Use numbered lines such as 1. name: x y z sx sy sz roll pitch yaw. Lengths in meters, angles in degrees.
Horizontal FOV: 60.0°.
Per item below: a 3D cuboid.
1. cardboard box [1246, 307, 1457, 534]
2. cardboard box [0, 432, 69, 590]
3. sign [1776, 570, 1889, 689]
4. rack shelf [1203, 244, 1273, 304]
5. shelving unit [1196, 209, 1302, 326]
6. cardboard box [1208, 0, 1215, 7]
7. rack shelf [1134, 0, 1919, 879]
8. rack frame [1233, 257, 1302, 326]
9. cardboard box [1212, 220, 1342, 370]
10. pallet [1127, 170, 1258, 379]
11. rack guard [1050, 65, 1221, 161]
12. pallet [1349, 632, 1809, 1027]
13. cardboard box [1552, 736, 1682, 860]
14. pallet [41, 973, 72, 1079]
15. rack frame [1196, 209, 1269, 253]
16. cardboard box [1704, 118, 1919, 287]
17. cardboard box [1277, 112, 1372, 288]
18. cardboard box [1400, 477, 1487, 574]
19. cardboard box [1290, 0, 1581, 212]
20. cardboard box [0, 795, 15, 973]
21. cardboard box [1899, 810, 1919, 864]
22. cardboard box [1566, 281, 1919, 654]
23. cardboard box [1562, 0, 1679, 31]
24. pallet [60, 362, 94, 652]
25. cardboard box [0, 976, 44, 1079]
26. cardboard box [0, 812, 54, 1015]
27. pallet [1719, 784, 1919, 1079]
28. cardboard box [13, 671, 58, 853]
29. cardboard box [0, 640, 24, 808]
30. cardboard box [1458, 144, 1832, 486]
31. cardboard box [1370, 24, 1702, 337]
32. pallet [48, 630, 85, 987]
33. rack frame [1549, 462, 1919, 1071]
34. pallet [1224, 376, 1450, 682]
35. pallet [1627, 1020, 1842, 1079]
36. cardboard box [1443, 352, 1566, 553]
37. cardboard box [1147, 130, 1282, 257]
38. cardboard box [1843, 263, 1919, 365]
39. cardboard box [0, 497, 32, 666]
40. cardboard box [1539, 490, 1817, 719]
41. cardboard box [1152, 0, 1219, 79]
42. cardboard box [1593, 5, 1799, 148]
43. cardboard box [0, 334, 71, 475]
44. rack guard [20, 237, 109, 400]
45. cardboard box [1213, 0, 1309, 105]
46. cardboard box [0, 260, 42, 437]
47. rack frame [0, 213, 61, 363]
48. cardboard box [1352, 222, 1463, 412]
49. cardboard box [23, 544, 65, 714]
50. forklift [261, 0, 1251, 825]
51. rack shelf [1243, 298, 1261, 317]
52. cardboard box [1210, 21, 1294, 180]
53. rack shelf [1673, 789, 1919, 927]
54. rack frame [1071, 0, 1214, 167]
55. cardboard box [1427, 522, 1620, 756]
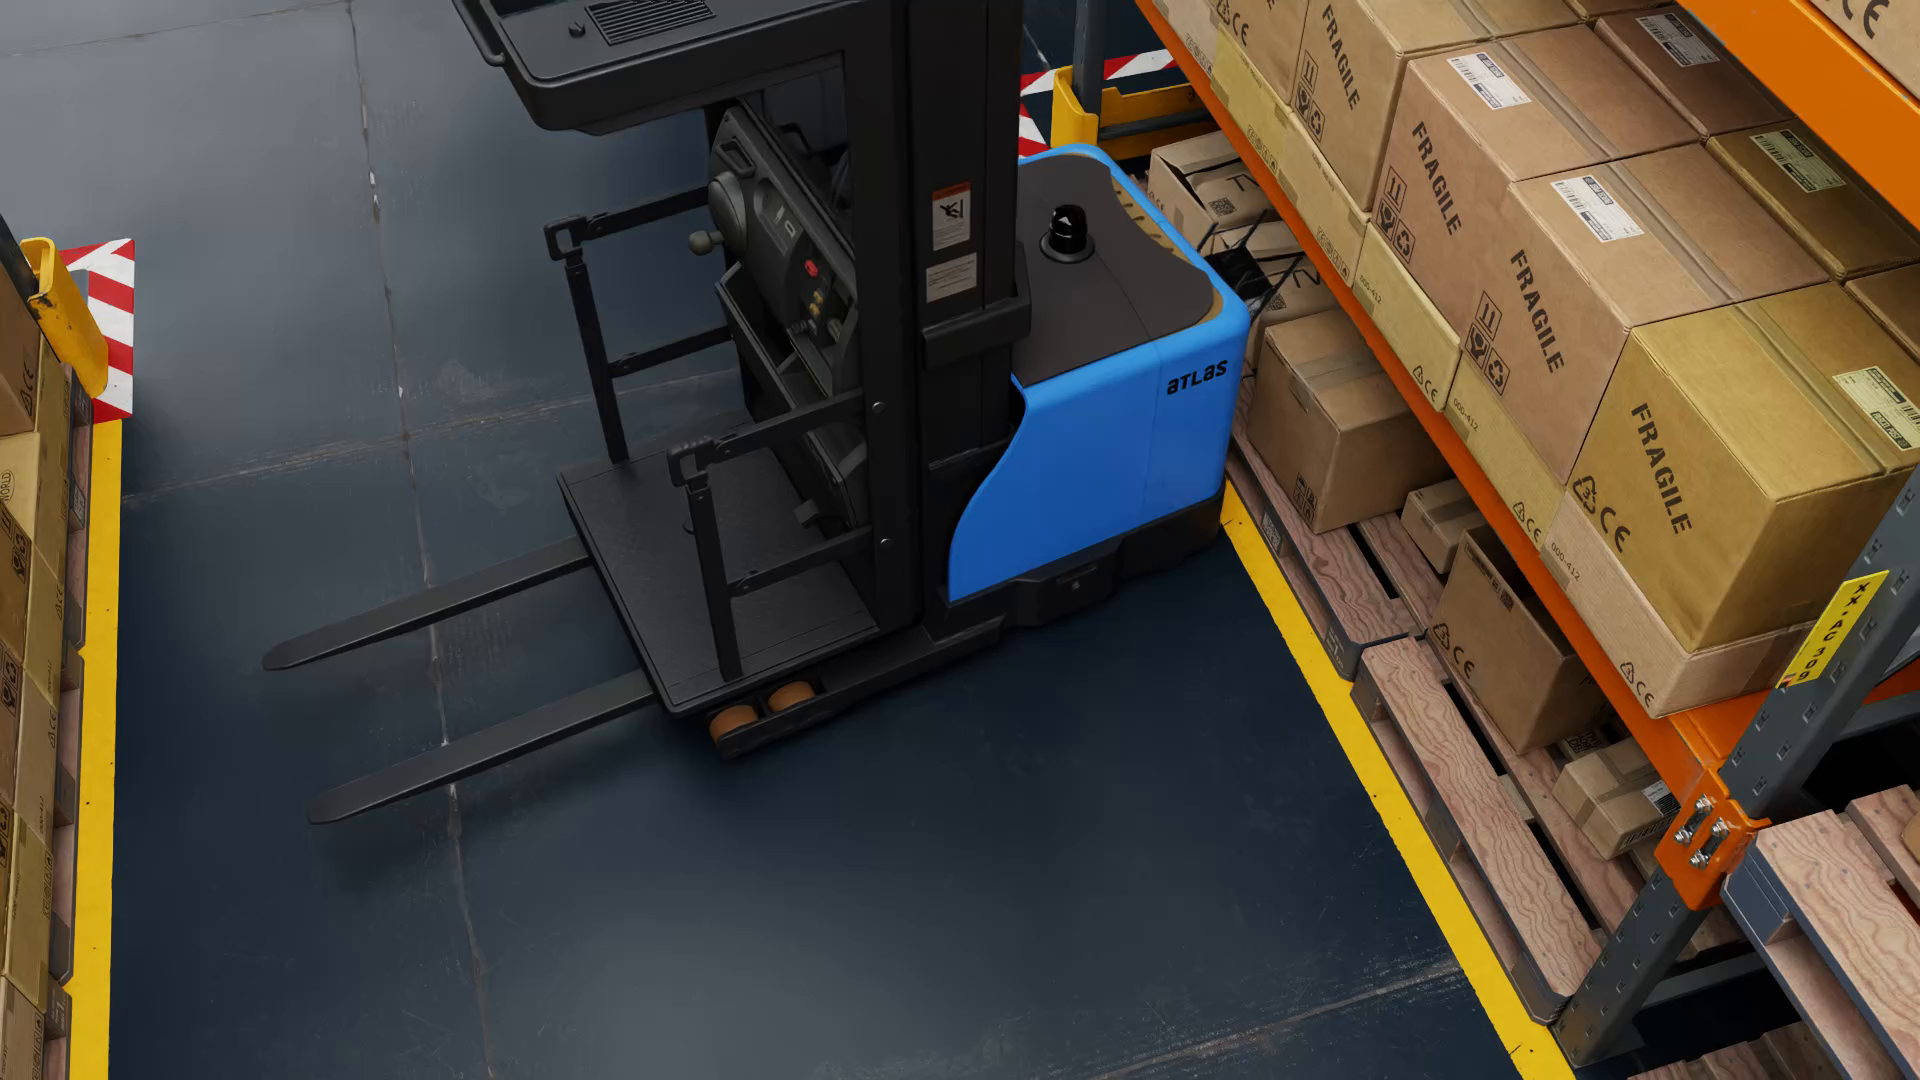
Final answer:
1. cardboard box: 1.403 -0.448 5.513 0.700 0.500 0.500 -16 52 -13
2. cardboard box: -3.184 -0.040 5.346 0.500 0.250 0.500 -13 51 -11
3. sign: 1.614 0.170 3.079 0.100 0.325 0.005 -13 51 -11
4. rack shelf: 0.894 -0.861 5.533 0.258 0.077 0.200 -19 69 -29
5. shelving unit: 0.821 -0.746 5.726 0.258 0.900 0.210 -19 69 -29
6. cardboard box: 0.938 -2.021 5.086 0.500 0.500 0.500 -13 51 -11
7. rack shelf: 1.539 -0.908 5.024 1.077 0.370 4.000 -13 51 -11
8. rack frame: 0.868 -0.662 5.694 0.240 0.900 0.006 -19 69 -29
9. cardboard box: 1.234 -0.934 6.046 0.500 0.311 0.500 -10 51 -8
10. pallet: 1.176 -1.045 6.493 1.003 0.211 1.213 -13 51 -11
11. rack guard: 0.970 -1.740 6.890 1.175 0.500 0.348 -13 51 -11
12. pallet: 1.898 0.737 4.991 1.003 0.211 1.213 -13 51 -11
13. cardboard box: 1.943 0.708 4.757 0.380 0.166 0.250 -19 53 -16
14. pallet: -2.796 1.752 4.135 1.003 0.211 1.213 -13 51 -11
15. rack frame: 0.773 -0.830 5.758 0.240 0.900 0.006 -19 69 -29
16. cardboard box: 2.041 -0.649 3.929 0.500 0.500 0.500 -14 51 -11
17. cardboard box: 1.248 -1.012 4.726 0.500 0.250 0.500 -13 51 -11
18. cardboard box: 1.676 -0.075 5.428 0.380 0.149 0.250 -17 52 -14
19. cardboard box: 1.249 -1.268 4.451 0.500 0.500 0.500 -12 51 -10
20. cardboard box: -2.735 0.813 4.136 0.500 0.500 0.500 -13 51 -11
21. cardboard box: 2.248 0.526 2.992 0.700 0.500 0.500 -13 51 -11
22. cardboard box: 1.695 -0.155 3.513 0.500 0.500 0.500 -13 51 -11
23. cardboard box: 1.735 -1.390 4.555 0.500 0.500 0.500 -13 51 -10
24. pallet: -3.518 -0.030 5.638 1.003 0.211 1.213 -13 51 -11
25. cardboard box: -2.592 1.421 4.114 0.500 0.250 0.500 -13 51 -11
26. cardboard box: -2.734 1.054 4.423 0.500 0.250 0.500 -13 51 -11
27. pallet: 2.217 0.973 3.093 1.003 0.211 1.213 -13 51 -11
28. cardboard box: -2.888 0.690 4.730 0.500 0.250 0.500 -13 51 -11
29. cardboard box: -2.885 0.448 4.444 0.500 0.500 0.500 -13 51 -11
30. cardboard box: 1.542 -0.518 3.819 0.500 0.500 0.500 -14 51 -11
31. cardboard box: 1.403 -0.888 4.131 0.500 0.500 0.500 -15 51 -12
32. pallet: -3.161 0.859 4.888 1.003 0.211 1.213 -13 51 -11
33. rack frame: 2.130 0.320 3.518 1.000 3.000 0.127 -13 51 -11
34. pallet: 1.533 -0.156 5.743 1.003 0.211 1.213 -13 51 -11
35. pallet: 2.362 1.788 4.105 1.003 0.211 1.213 -13 51 -11
36. cardboard box: 1.561 -0.281 4.110 0.500 0.250 0.500 -13 51 -11
37. cardboard box: 1.066 -1.351 6.397 0.500 0.311 0.500 -19 52 -15
38. cardboard box: 2.191 -0.270 3.610 0.500 0.500 0.500 -14 51 -12
39. cardboard box: -3.031 0.082 4.752 0.500 0.500 0.500 -13 51 -11
40. cardboard box: 1.700 0.085 3.802 0.500 0.250 0.500 -13 51 -11
41. cardboard box: 0.955 -1.755 5.353 0.500 0.250 0.500 -15 51 -12
42. cardboard box: 1.899 -1.014 4.237 0.500 0.500 0.500 -12 51 -10
43. cardboard box: -3.343 -0.402 5.651 0.500 0.250 0.500 -13 51 -11
44. rack guard: -3.791 -0.690 6.005 1.175 0.500 0.348 -13 51 -11
45. cardboard box: 1.085 -1.642 4.767 0.500 0.500 0.500 -15 51 -12
46. cardboard box: -3.341 -0.645 5.365 0.500 0.500 0.500 -13 51 -11
47. rack frame: -3.784 -1.478 5.034 1.000 3.000 0.127 -13 51 -11
48. cardboard box: 1.397 -0.645 4.417 0.500 0.250 0.500 -14 51 -11
49. cardboard box: -3.034 0.325 5.038 0.500 0.250 0.500 -13 51 -11
50. forklift: -0.667 -0.739 4.456 3.031 2.935 1.130 -21 53 -17
51. rack shelf: 0.866 -0.817 5.606 0.258 0.077 0.200 -19 69 -29
52. cardboard box: 1.100 -1.381 5.038 0.500 0.250 0.500 -14 51 -12
53. rack shelf: 2.721 2.013 2.562 1.077 0.370 4.000 -13 51 -11
54. rack frame: 0.947 -2.601 5.981 1.000 3.000 0.127 -13 51 -11
55. cardboard box: 1.785 0.235 4.937 0.500 0.500 0.500 -17 52 -14
